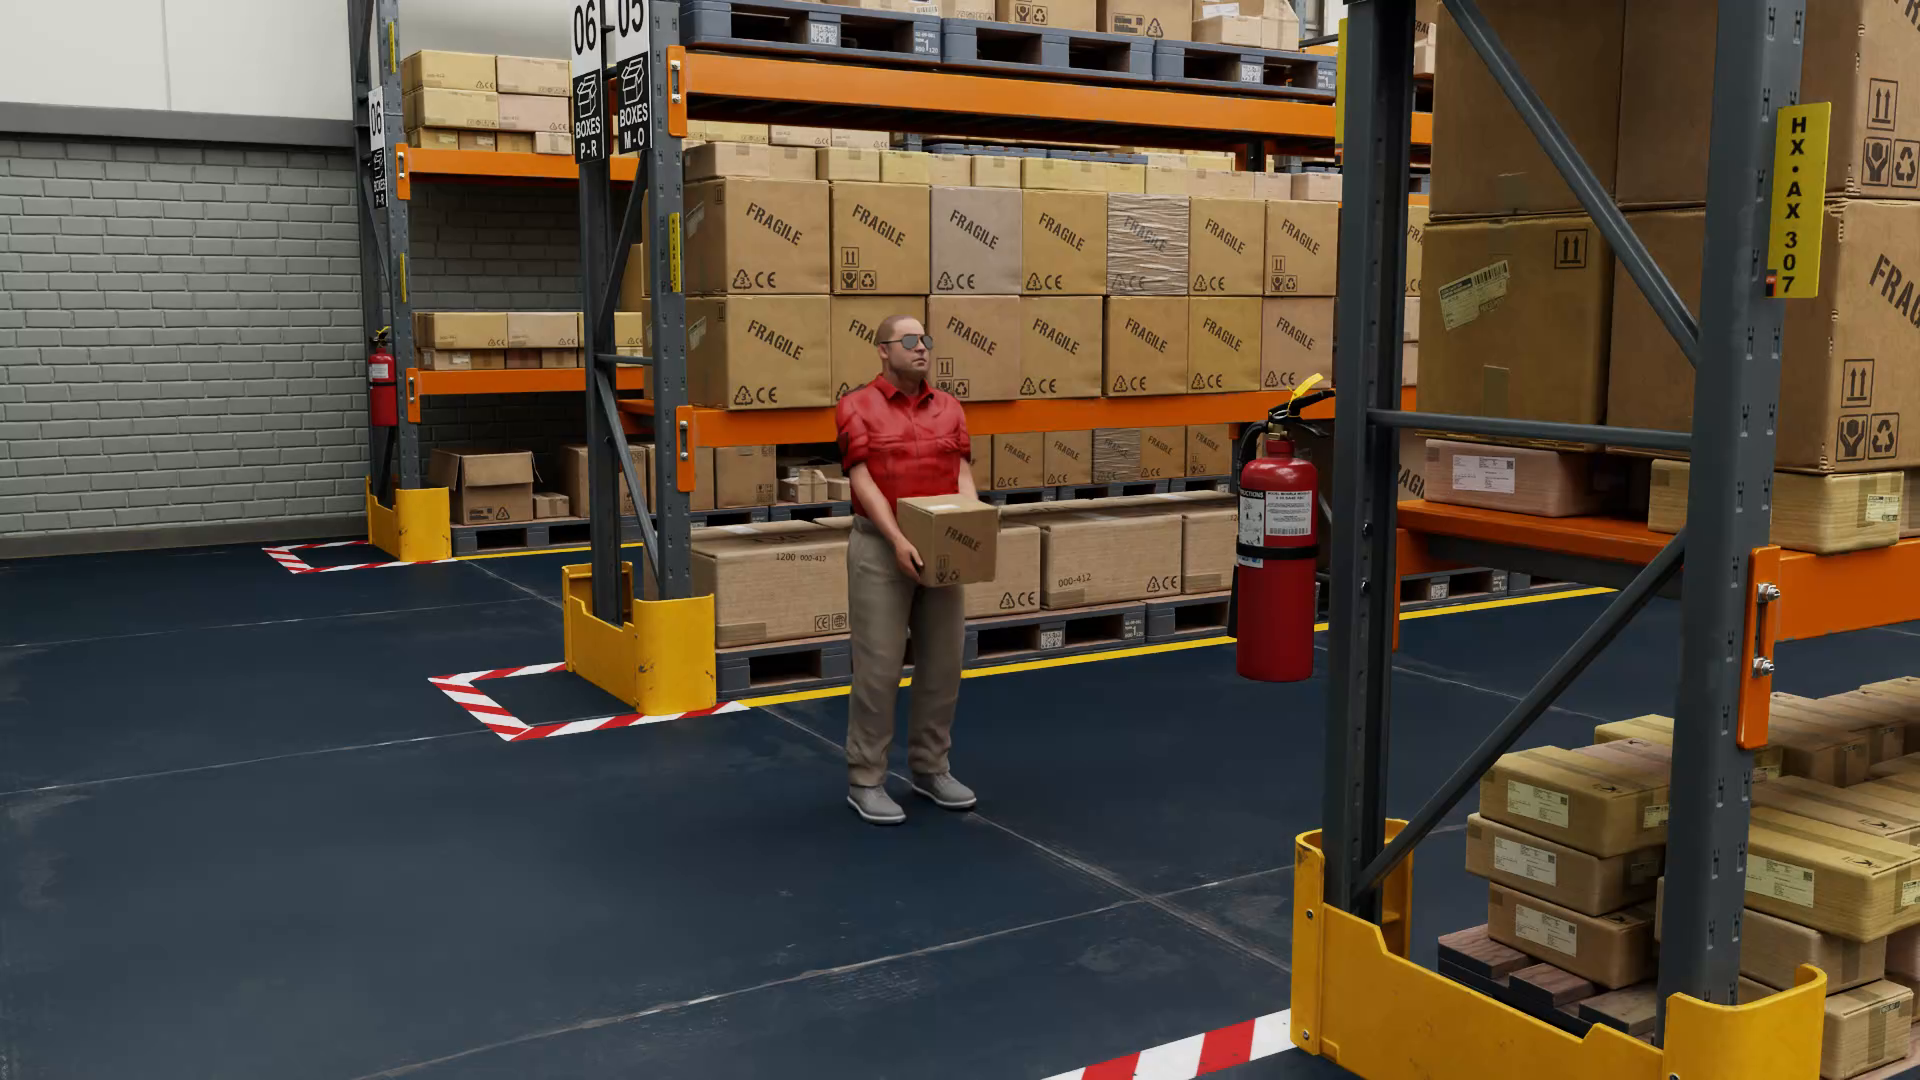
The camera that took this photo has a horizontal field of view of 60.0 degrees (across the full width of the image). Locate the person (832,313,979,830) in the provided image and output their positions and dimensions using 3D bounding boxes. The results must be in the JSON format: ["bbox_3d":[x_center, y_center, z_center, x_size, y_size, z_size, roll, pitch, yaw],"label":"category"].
[{"bbox_3d":[-0.158,0.091,5.747,0.538,1.724,0.507,-5,9,-31],"label":"person"}]
